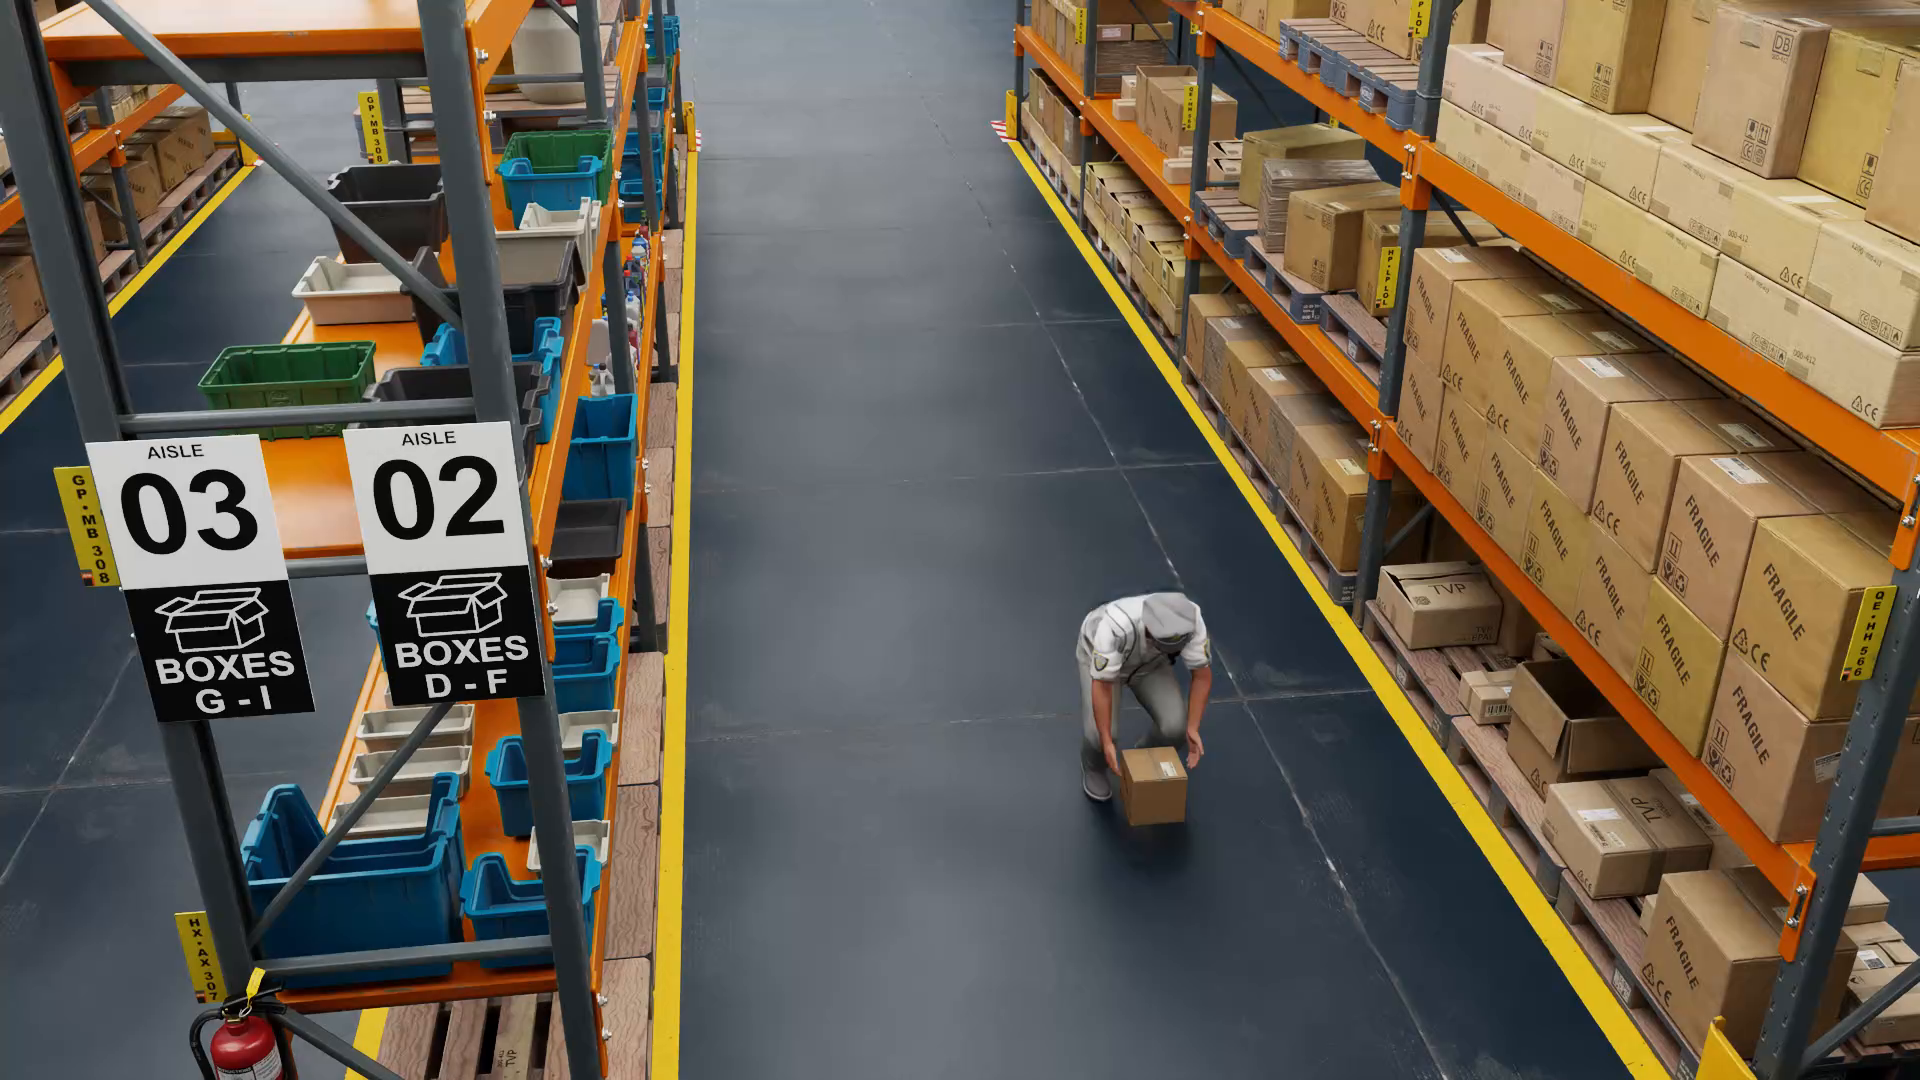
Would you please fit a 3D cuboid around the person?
[{"bbox_3d":[0.862,0.681,7.840,0.580,1.242,0.882,-4,27,-7],"label":"person"}]
